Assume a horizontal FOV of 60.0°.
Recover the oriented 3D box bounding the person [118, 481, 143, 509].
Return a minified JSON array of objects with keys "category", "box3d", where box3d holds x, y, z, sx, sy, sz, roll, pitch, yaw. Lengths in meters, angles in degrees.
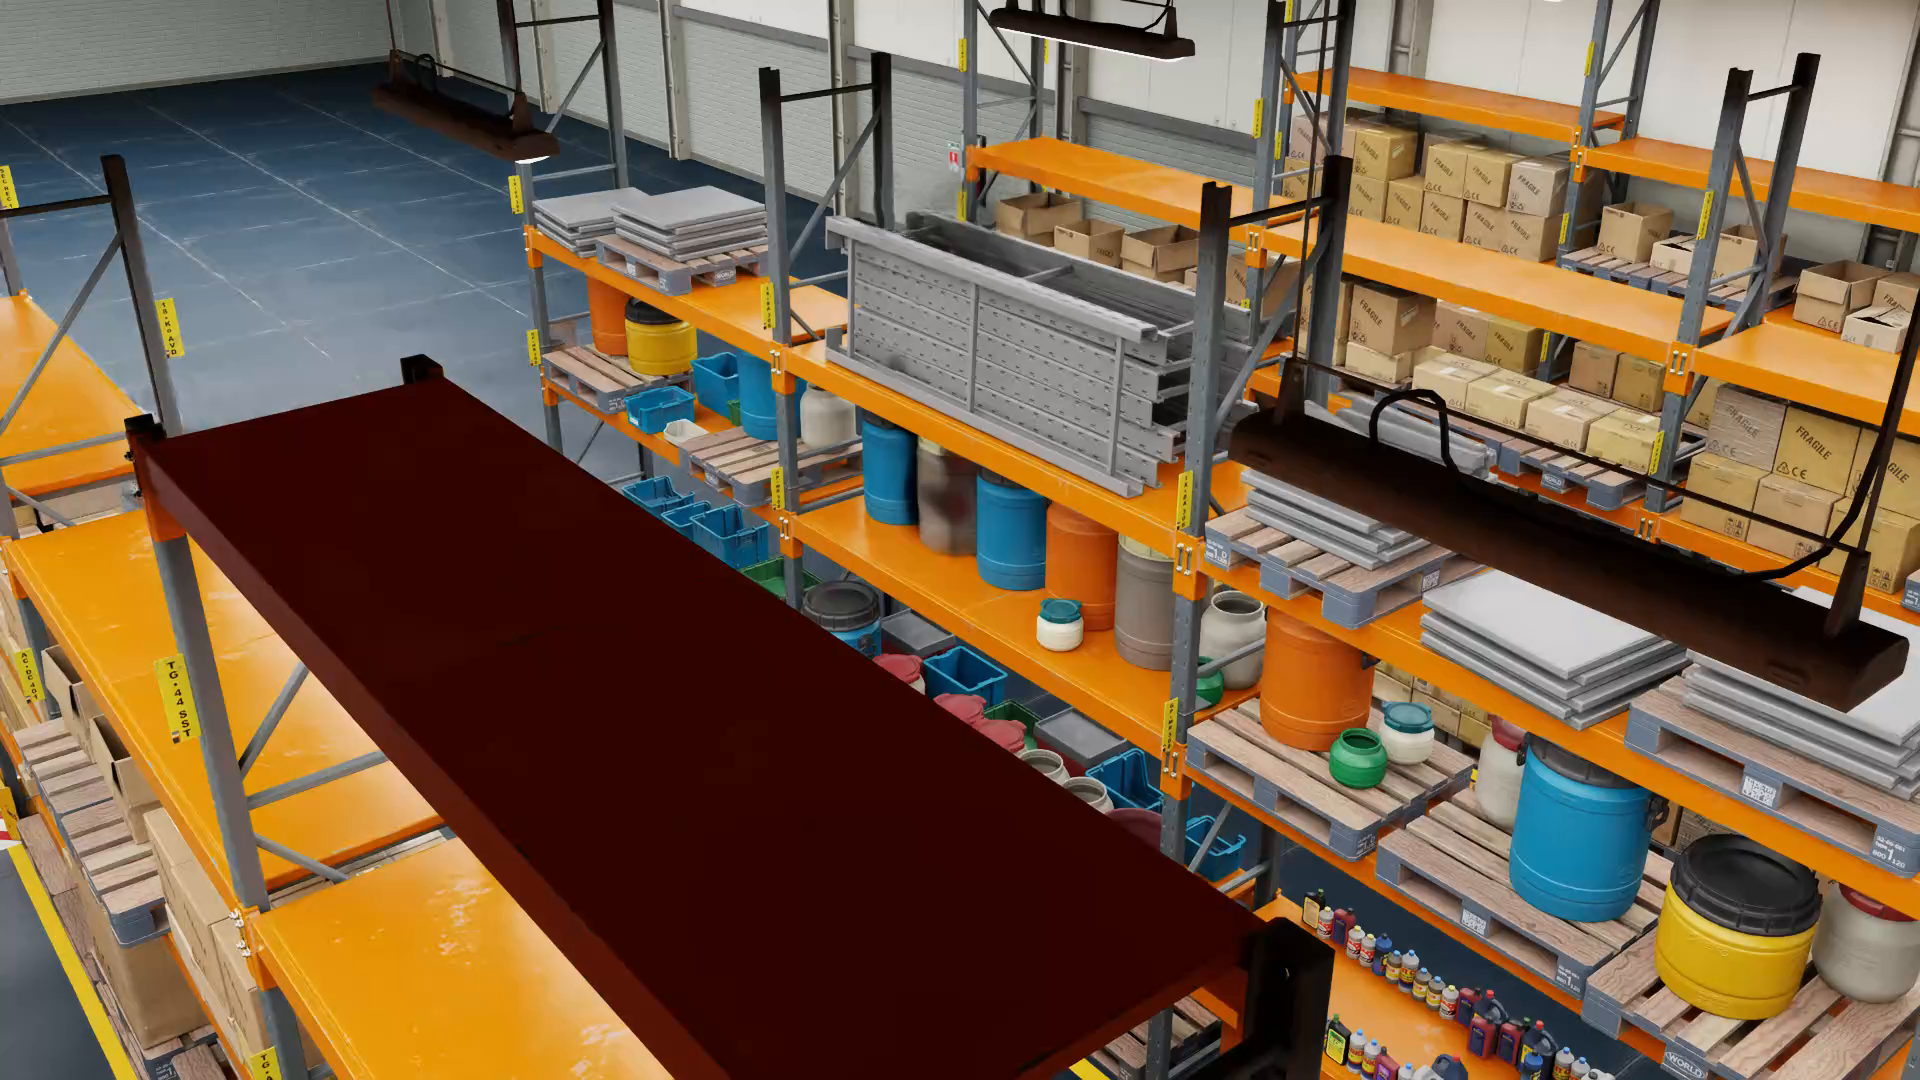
[{"category":"person","box3d":[-9.309,-0.892,18.219,0.738,1.721,0.579,-9,27,-18]}]
